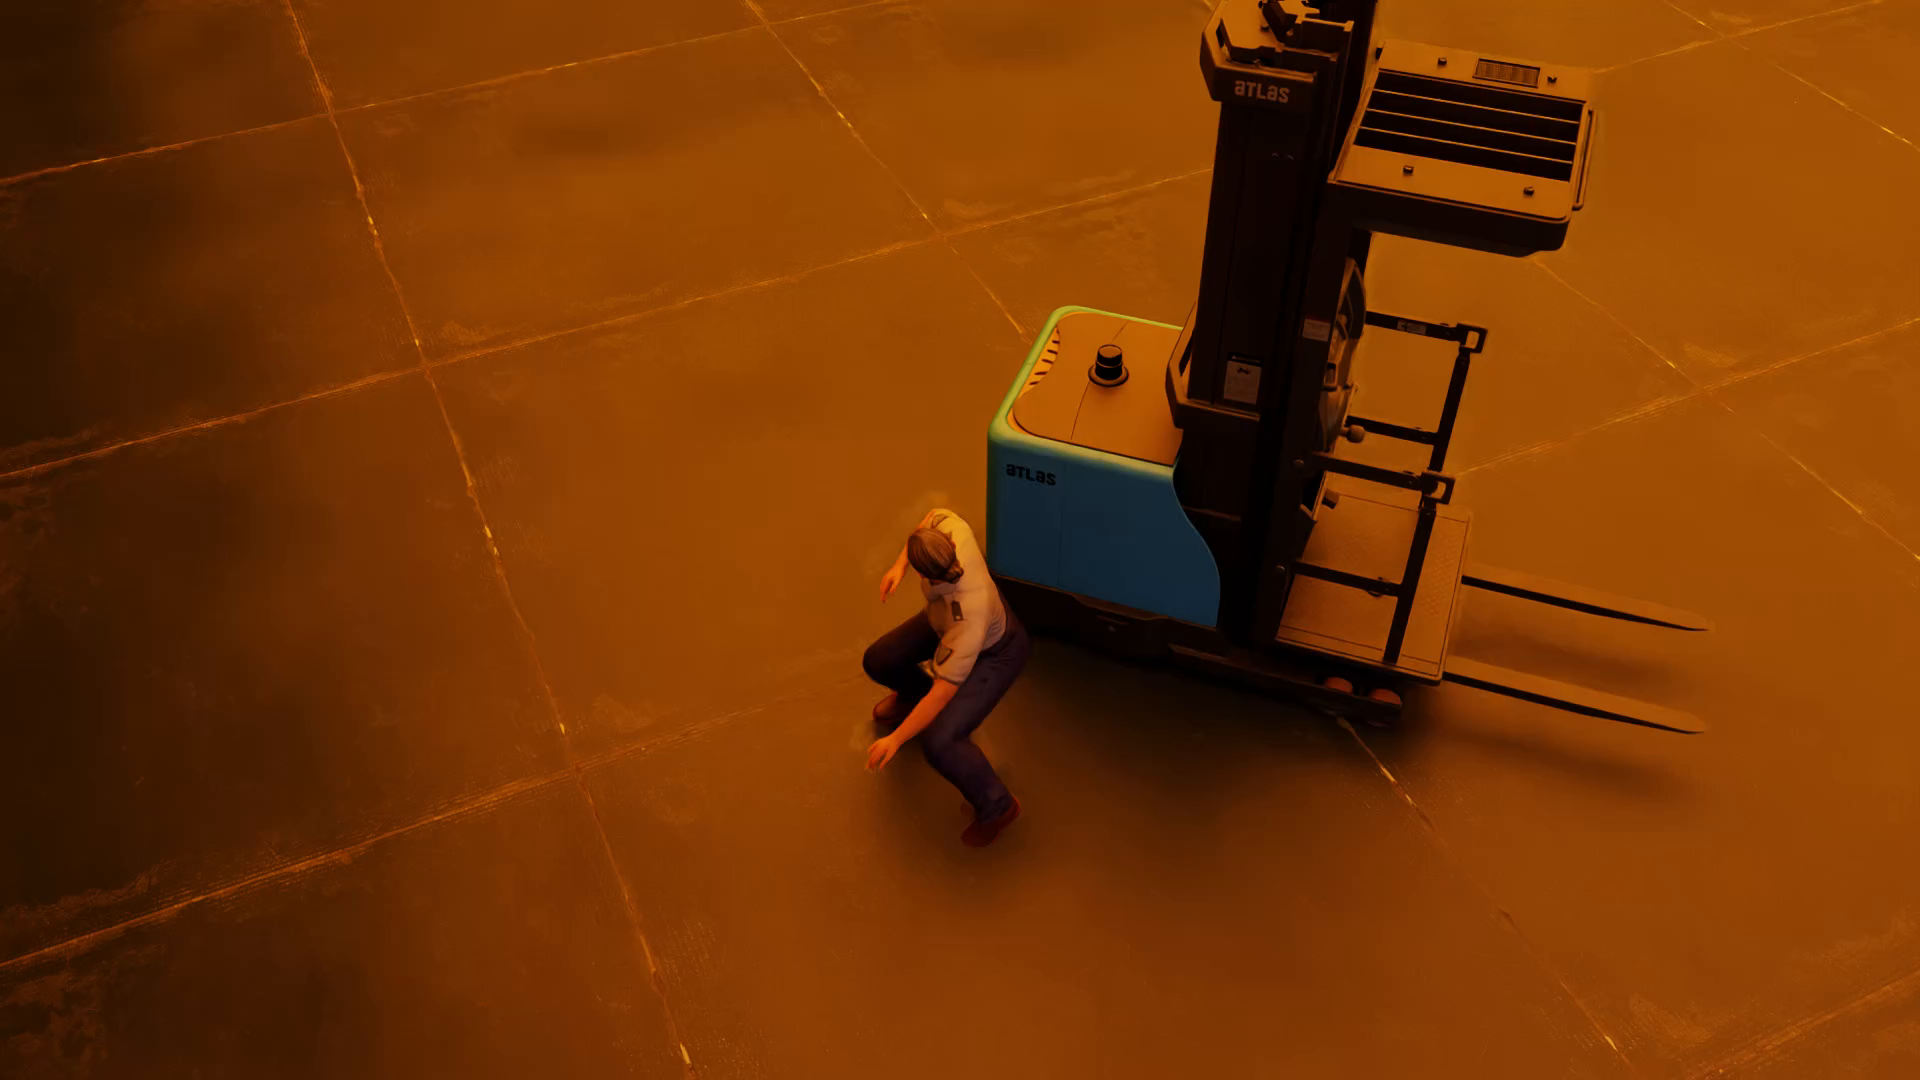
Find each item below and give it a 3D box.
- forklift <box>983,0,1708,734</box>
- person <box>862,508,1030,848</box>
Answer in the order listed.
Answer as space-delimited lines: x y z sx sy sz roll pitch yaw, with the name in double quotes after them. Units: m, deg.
1.671 -0.698 6.428 3.031 2.935 1.130 14 45 14 "forklift"
-0.097 0.477 6.341 0.802 1.432 0.818 -17 46 -18 "person"
